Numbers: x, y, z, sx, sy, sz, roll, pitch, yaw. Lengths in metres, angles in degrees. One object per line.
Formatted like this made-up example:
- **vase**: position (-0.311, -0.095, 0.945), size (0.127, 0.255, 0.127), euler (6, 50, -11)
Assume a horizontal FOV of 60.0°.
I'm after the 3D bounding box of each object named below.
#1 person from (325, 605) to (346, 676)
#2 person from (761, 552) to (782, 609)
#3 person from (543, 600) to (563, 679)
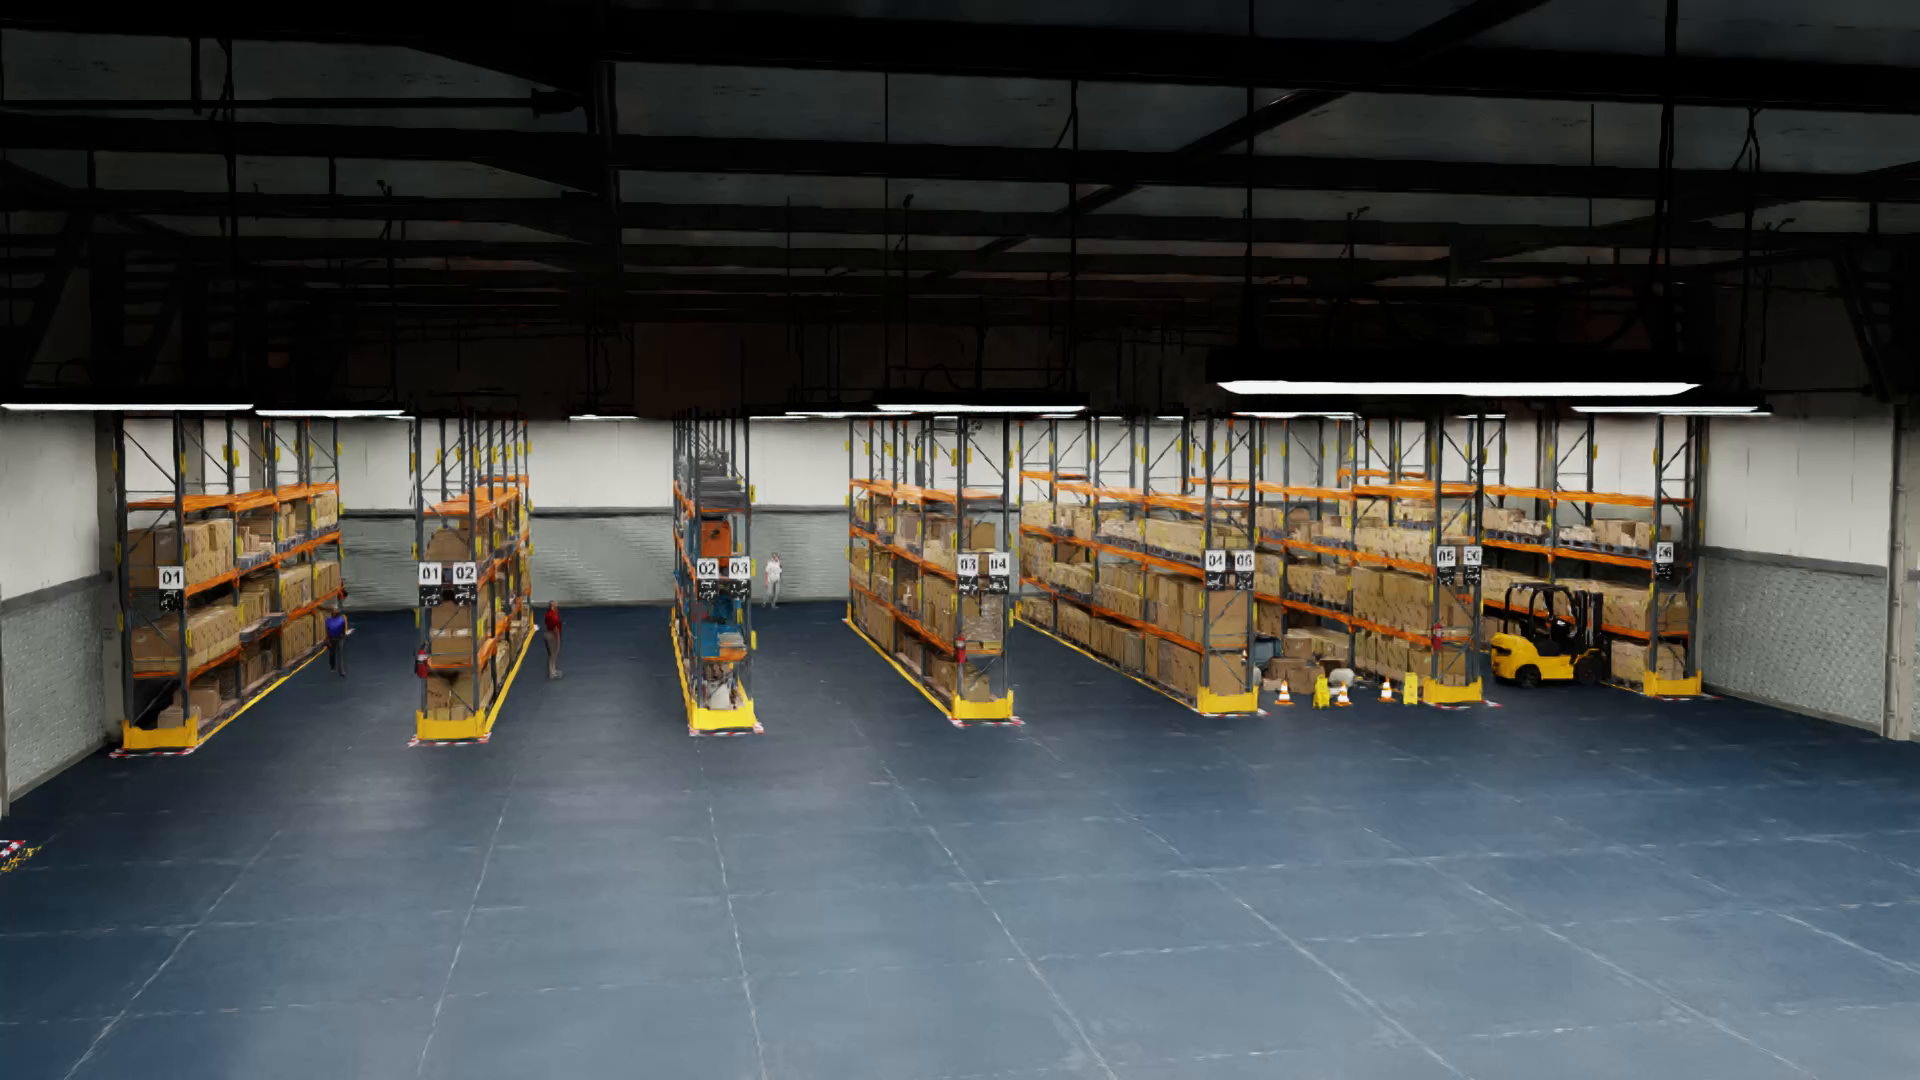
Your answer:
- **person**: position (-14.064, 2.240, 37.439), size (0.442, 1.562, 0.997), euler (-1, 4, -20)
- **person**: position (-5.788, 1.232, 50.968), size (0.574, 1.745, 0.602), euler (4, 6, 43)
- **person**: position (-9.048, 2.202, 37.162), size (0.476, 1.738, 0.625), euler (-3, 5, -35)
